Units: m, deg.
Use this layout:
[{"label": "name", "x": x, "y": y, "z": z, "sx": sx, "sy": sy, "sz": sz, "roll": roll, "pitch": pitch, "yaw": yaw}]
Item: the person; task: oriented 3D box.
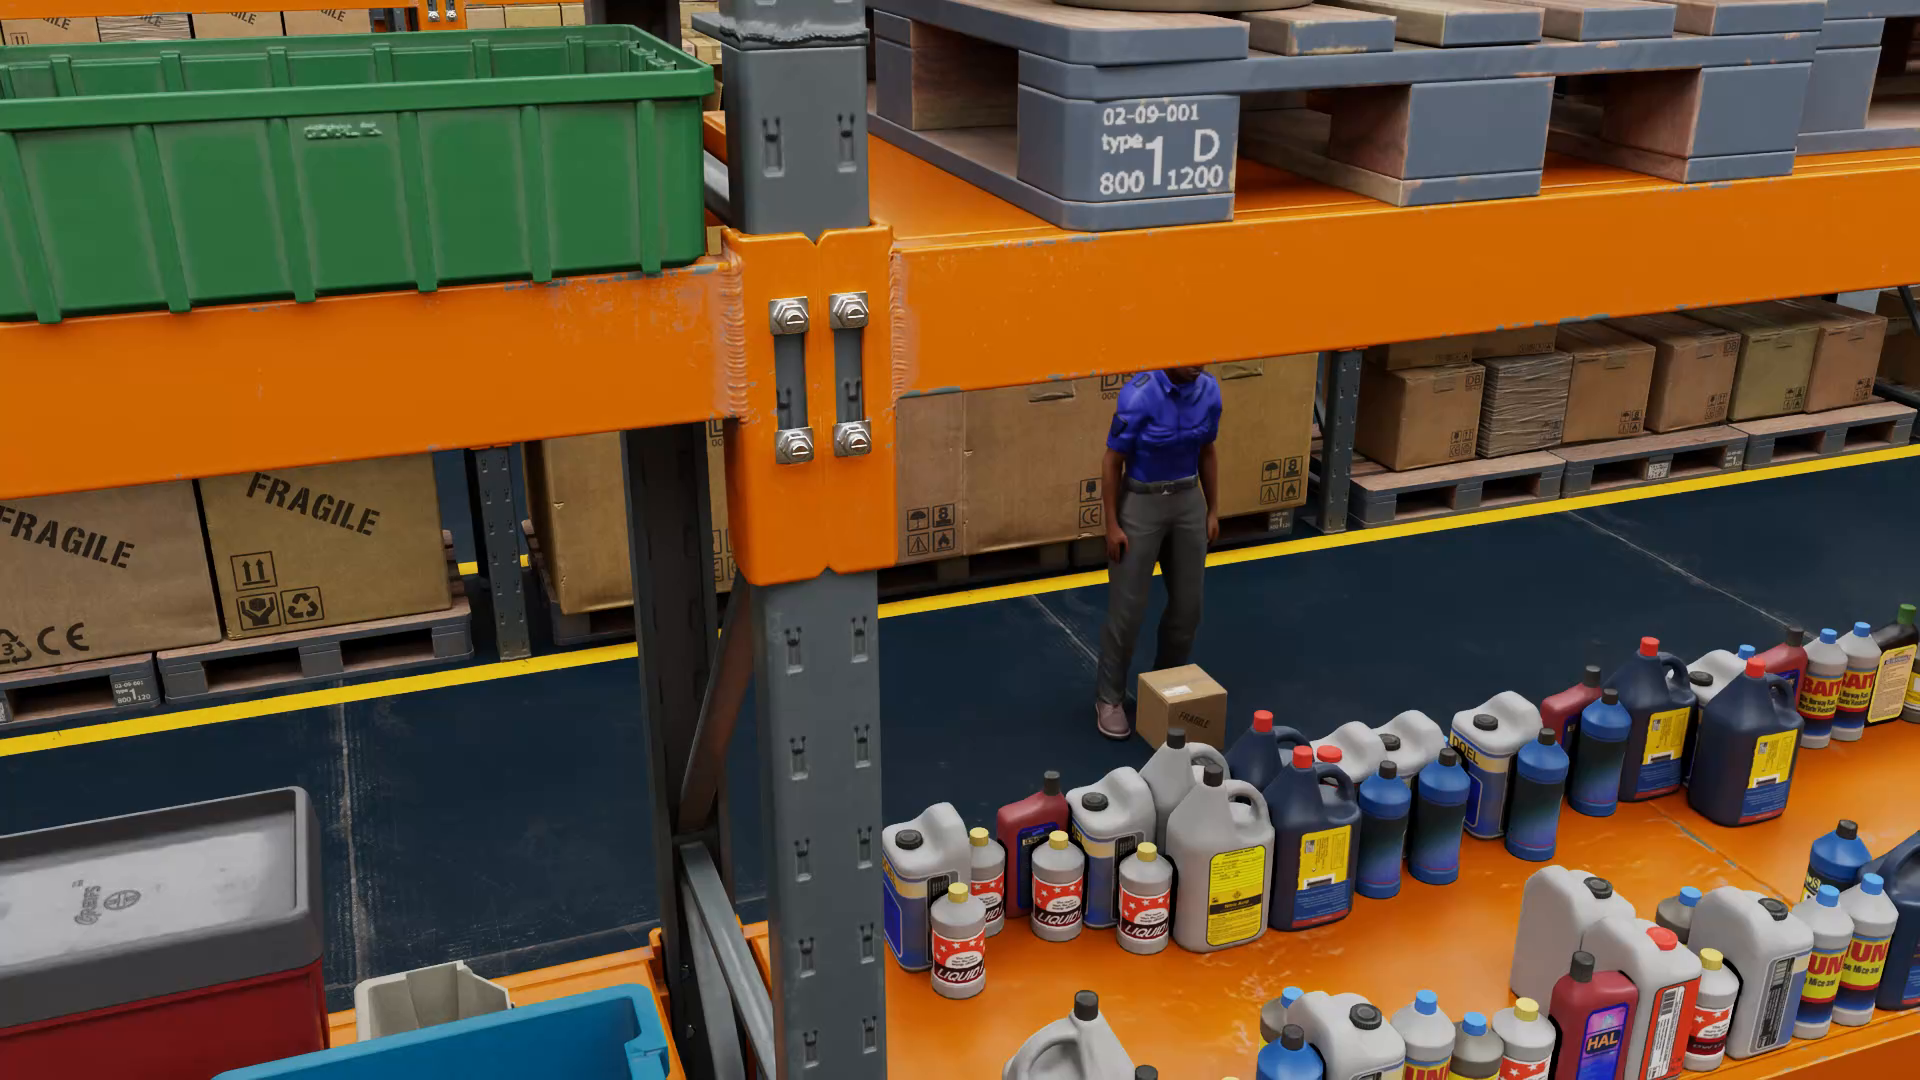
[{"label": "person", "x": 0.754, "y": -0.076, "z": 6.283, "sx": 0.521, "sy": 1.653, "sz": 0.348, "roll": -9, "pitch": 24, "yaw": -21}]
